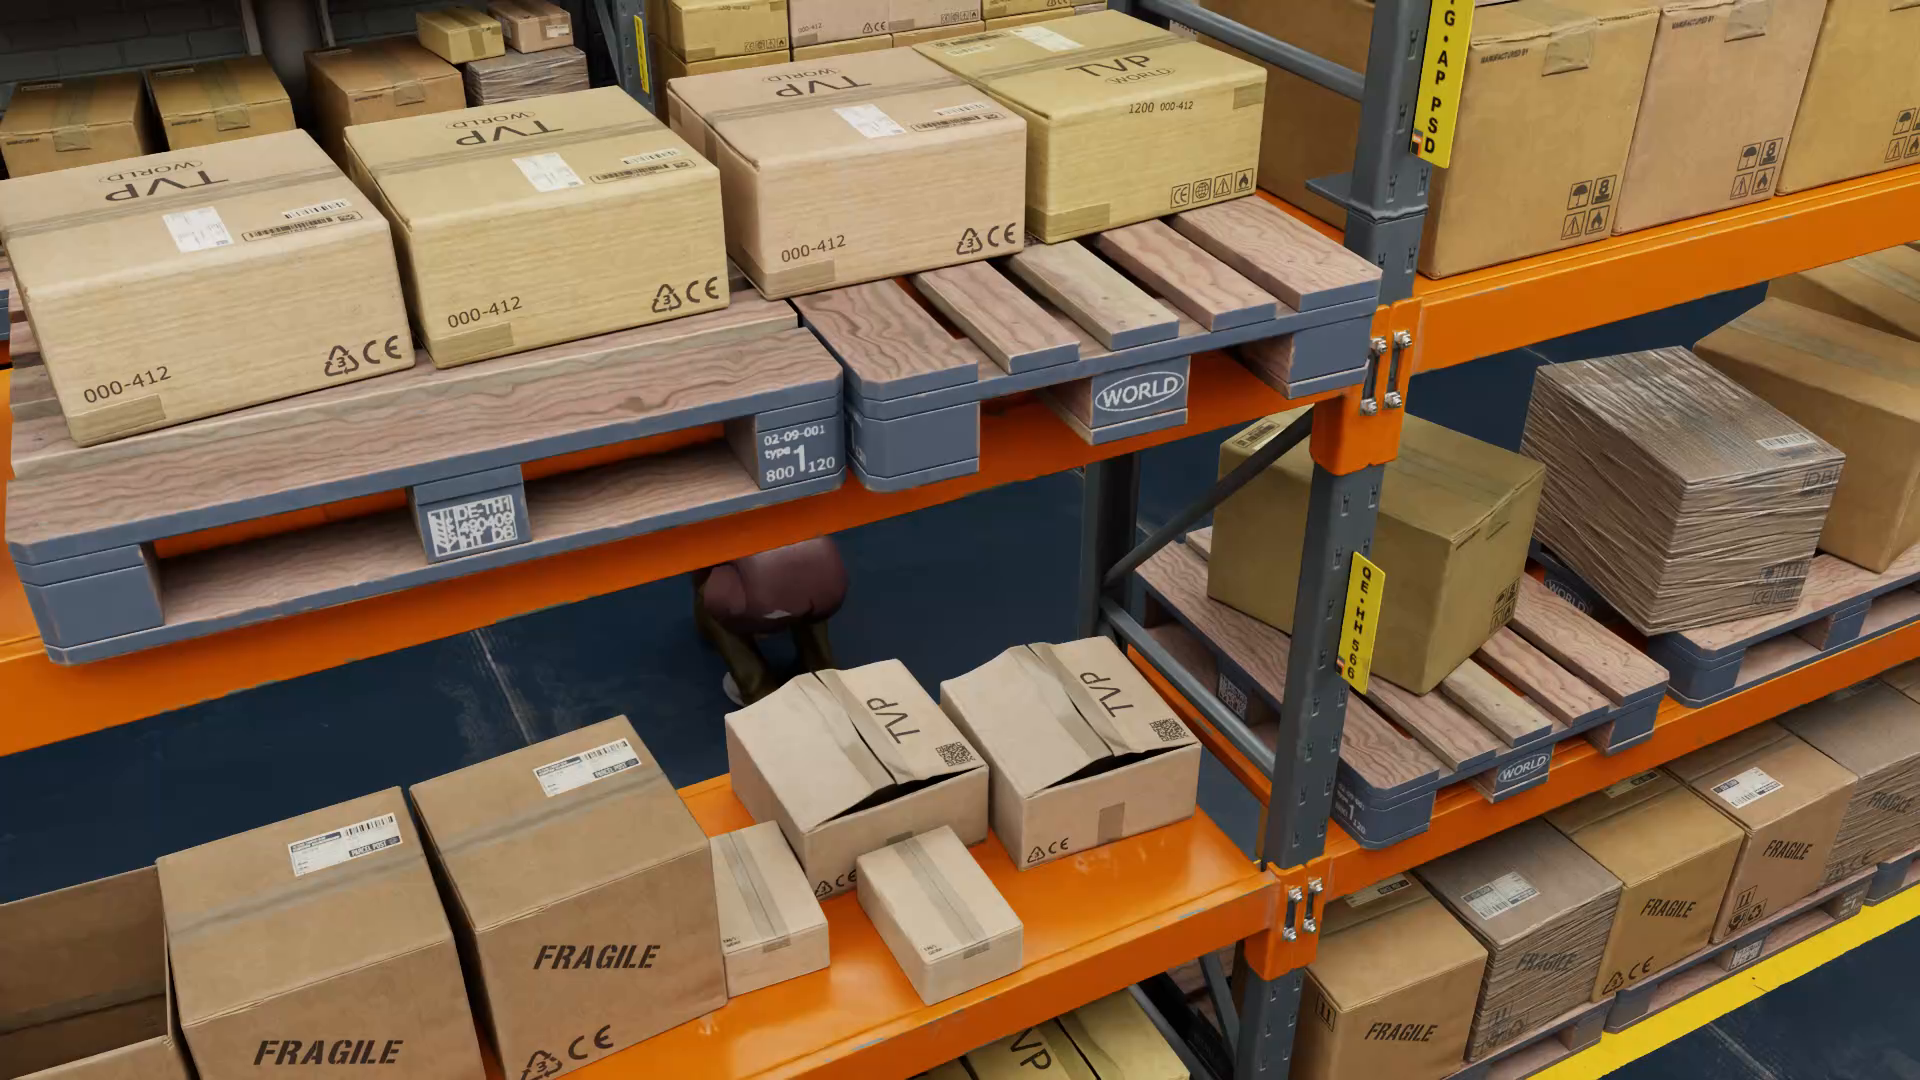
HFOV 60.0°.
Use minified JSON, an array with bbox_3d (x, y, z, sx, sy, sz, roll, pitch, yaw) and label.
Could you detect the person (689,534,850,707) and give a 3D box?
[{"bbox_3d":[-0.797,0.205,6.708,0.589,0.873,0.957,-17,36,-25],"label":"person"}]
